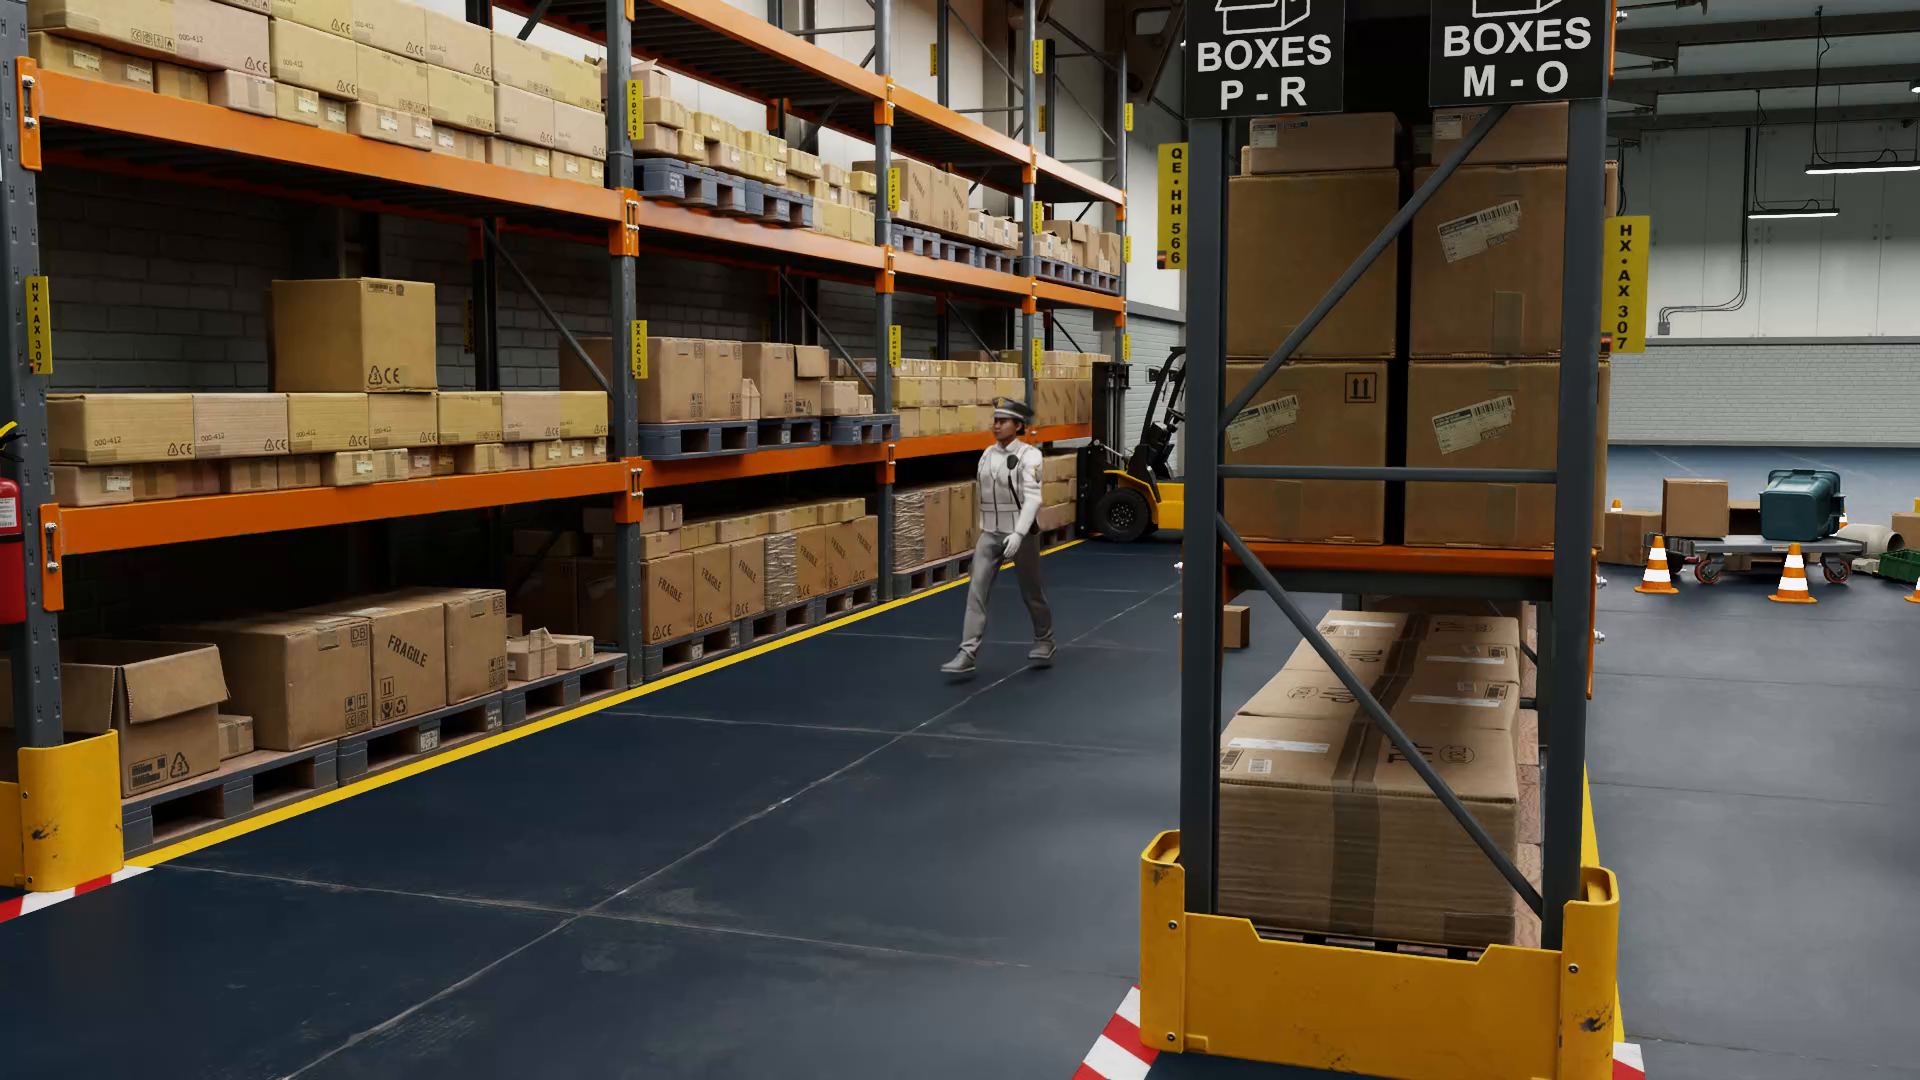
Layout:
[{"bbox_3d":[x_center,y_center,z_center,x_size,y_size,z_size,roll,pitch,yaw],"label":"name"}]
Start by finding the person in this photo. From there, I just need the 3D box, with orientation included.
[{"bbox_3d":[0.266,-0.044,9.909,0.496,1.621,1.020,3,6,33],"label":"person"}]
